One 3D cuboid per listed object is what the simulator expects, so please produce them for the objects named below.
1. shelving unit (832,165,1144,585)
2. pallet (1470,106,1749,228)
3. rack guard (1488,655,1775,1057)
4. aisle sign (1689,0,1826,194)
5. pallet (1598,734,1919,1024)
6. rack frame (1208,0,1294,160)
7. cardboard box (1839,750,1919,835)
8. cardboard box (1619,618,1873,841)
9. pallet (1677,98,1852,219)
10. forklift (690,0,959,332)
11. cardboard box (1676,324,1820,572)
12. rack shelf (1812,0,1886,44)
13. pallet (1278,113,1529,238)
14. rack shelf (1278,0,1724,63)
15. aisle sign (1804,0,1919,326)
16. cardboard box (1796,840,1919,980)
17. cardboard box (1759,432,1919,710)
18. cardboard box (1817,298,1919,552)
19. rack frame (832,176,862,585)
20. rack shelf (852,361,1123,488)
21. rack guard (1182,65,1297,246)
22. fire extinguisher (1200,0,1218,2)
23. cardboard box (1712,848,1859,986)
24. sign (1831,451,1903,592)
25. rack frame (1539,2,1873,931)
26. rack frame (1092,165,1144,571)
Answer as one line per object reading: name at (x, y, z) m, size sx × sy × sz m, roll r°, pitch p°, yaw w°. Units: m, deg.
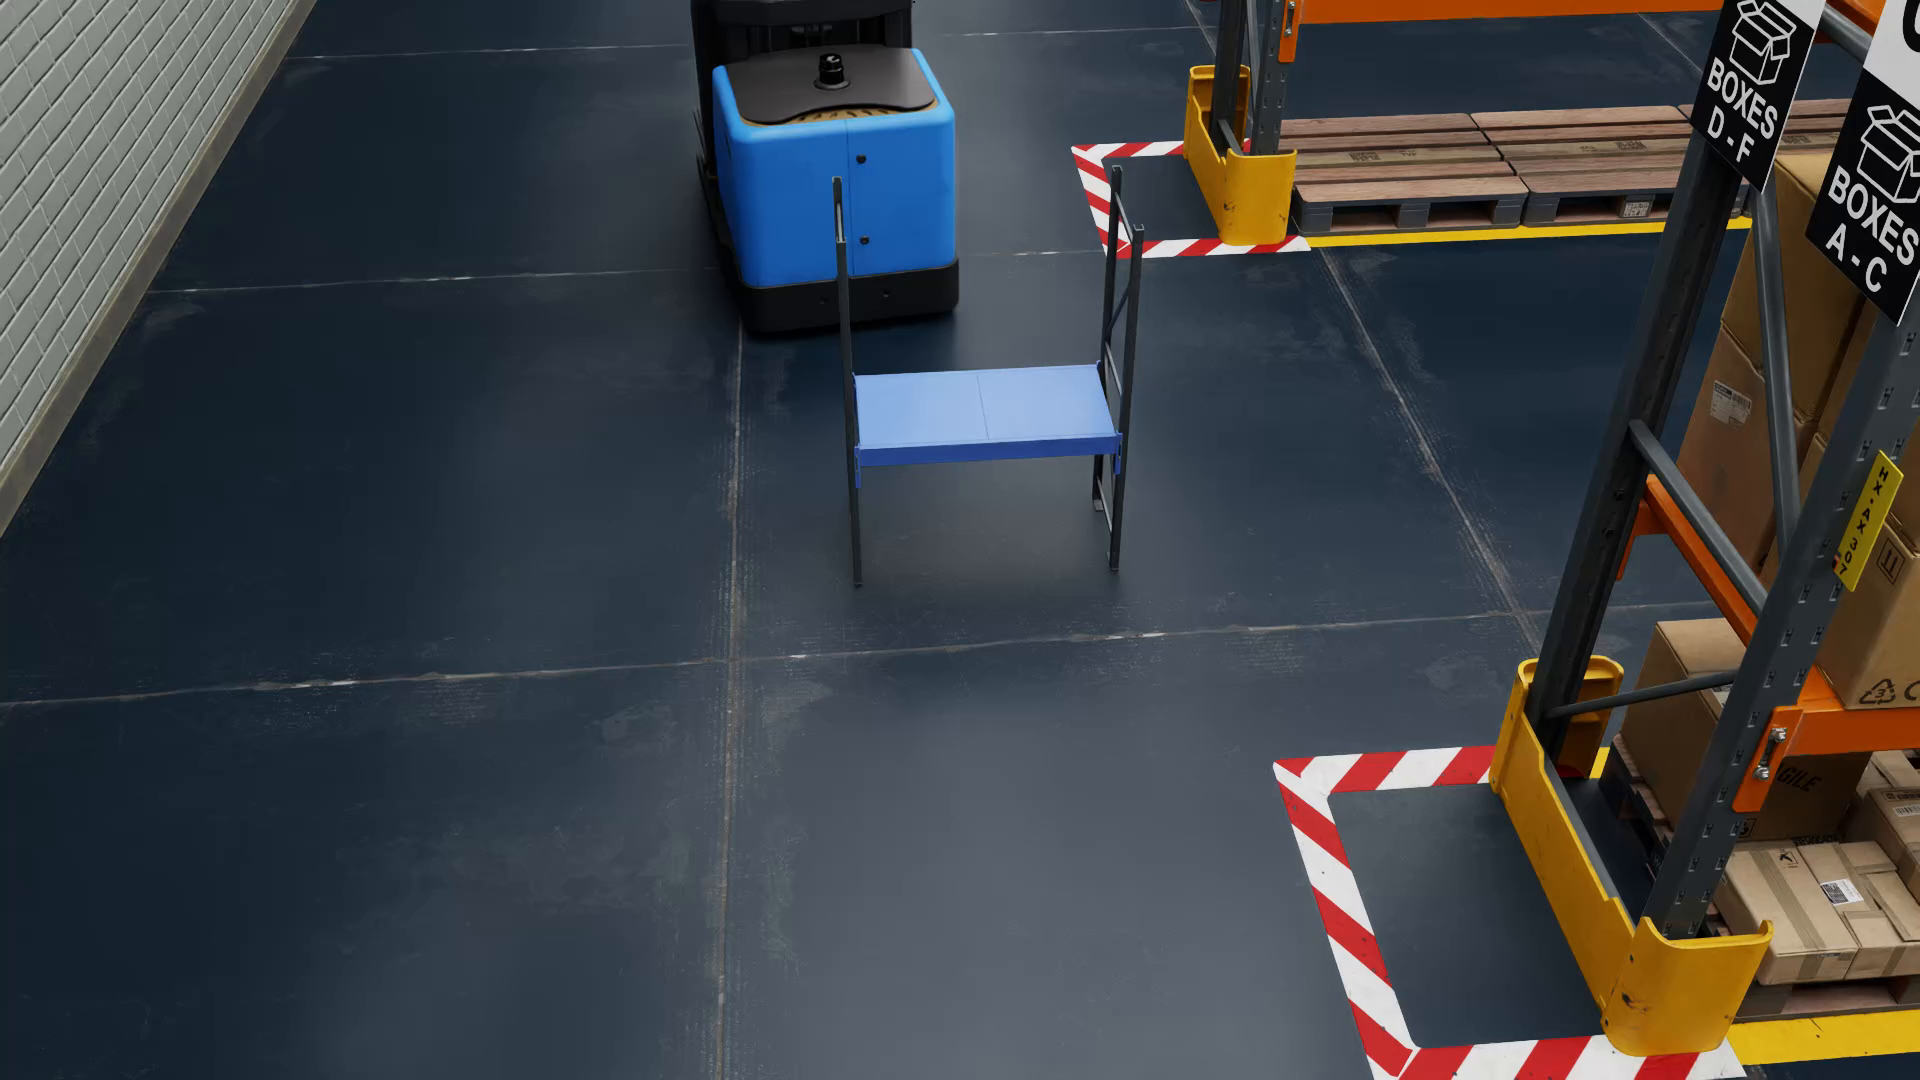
shelving unit at (0.085, -0.593, 6.291) m, size 1.048 × 1.500 × 0.538 m, roll -3°, pitch 38°, yaw -4°
pallet at (3.557, -2.083, 9.220) m, size 1.213 × 0.211 × 1.003 m, roll -3°, pitch 38°, yaw -4°
rack guard at (2.031, 0.942, 5.152) m, size 0.348 × 0.500 × 1.175 m, roll -3°, pitch 38°, yaw -4°
aisle sign at (1.860, -1.241, 3.802) m, size 0.004 × 0.787 × 0.394 m, roll -3°, pitch 38°, yaw -4°
pallet at (2.825, 1.011, 5.298) m, size 1.213 × 0.211 × 1.003 m, roll -3°, pitch 38°, yaw -4°
rack frame at (1.520, -3.092, 8.247) m, size 0.127 × 3.000 × 1.000 m, roll -3°, pitch 38°, yaw -4°
cardboard box at (2.886, 0.756, 5.302) m, size 0.250 × 0.166 × 0.380 m, roll -3°, pitch 38°, yaw -4°
cardboard box at (2.475, 0.592, 5.241) m, size 0.500 × 0.500 × 0.500 m, roll -3°, pitch 38°, yaw -4°
pallet at (4.775, -2.152, 9.307) m, size 1.213 × 0.211 × 1.003 m, roll -3°, pitch 38°, yaw -4°
forklift at (-0.841, -3.051, 8.250) m, size 1.130 × 2.935 × 3.031 m, roll -8°, pitch 39°, yaw -10°
cardboard box at (2.377, -0.267, 4.586) m, size 0.500 × 0.500 × 0.500 m, roll -2°, pitch 38°, yaw -3°
rack shelf at (3.947, -1.040, 3.806) m, size 4.000 × 0.370 × 1.077 m, roll -3°, pitch 38°, yaw -4°
pallet at (2.345, -2.018, 9.137) m, size 1.213 × 0.211 × 1.003 m, roll -3°, pitch 38°, yaw -4°
rack shelf at (3.512, -2.919, 8.608) m, size 4.000 × 0.370 × 1.077 m, roll -3°, pitch 38°, yaw -4°
aisle sign at (1.913, -0.871, 3.333) m, size 0.004 × 0.787 × 0.394 m, roll -3°, pitch 38°, yaw -4°
cardboard box at (2.652, 1.080, 4.892) m, size 0.250 × 0.166 × 0.380 m, roll -3°, pitch 38°, yaw -4°
cardboard box at (3.659, -0.170, 4.463) m, size 3.026 × 0.500 × 1.079 m, roll -3°, pitch 38°, yaw -3°
cardboard box at (2.421, -0.329, 3.857) m, size 0.500 × 0.500 × 0.500 m, roll -2°, pitch 38°, yaw -3°
rack frame at (-0.421, -0.566, 6.256) m, size 0.032 × 1.500 × 0.500 m, roll -3°, pitch 38°, yaw -4°
rack shelf at (0.085, -0.452, 6.403) m, size 1.000 × 0.185 × 0.538 m, roll -3°, pitch 38°, yaw -4°
rack guard at (1.497, -2.101, 9.009) m, size 0.348 × 0.500 × 1.175 m, roll -3°, pitch 38°, yaw -4°
fire extinguisher at (1.330, -3.187, 8.731) m, size 0.183 × 0.674 × 0.296 m, roll -3°, pitch 38°, yaw -4°
cardboard box at (2.403, 1.100, 4.880) m, size 0.250 × 0.149 × 0.380 m, roll -3°, pitch 38°, yaw -4°
sign at (2.003, -0.040, 3.680) m, size 0.005 × 0.325 × 0.100 m, roll -3°, pitch 38°, yaw -4°
rack frame at (1.955, -0.033, 4.370) m, size 0.053 × 2.616 × 0.949 m, roll -3°, pitch 38°, yaw -4°
rack frame at (0.591, -0.621, 6.327) m, size 0.032 × 1.500 × 0.500 m, roll -3°, pitch 38°, yaw -4°
